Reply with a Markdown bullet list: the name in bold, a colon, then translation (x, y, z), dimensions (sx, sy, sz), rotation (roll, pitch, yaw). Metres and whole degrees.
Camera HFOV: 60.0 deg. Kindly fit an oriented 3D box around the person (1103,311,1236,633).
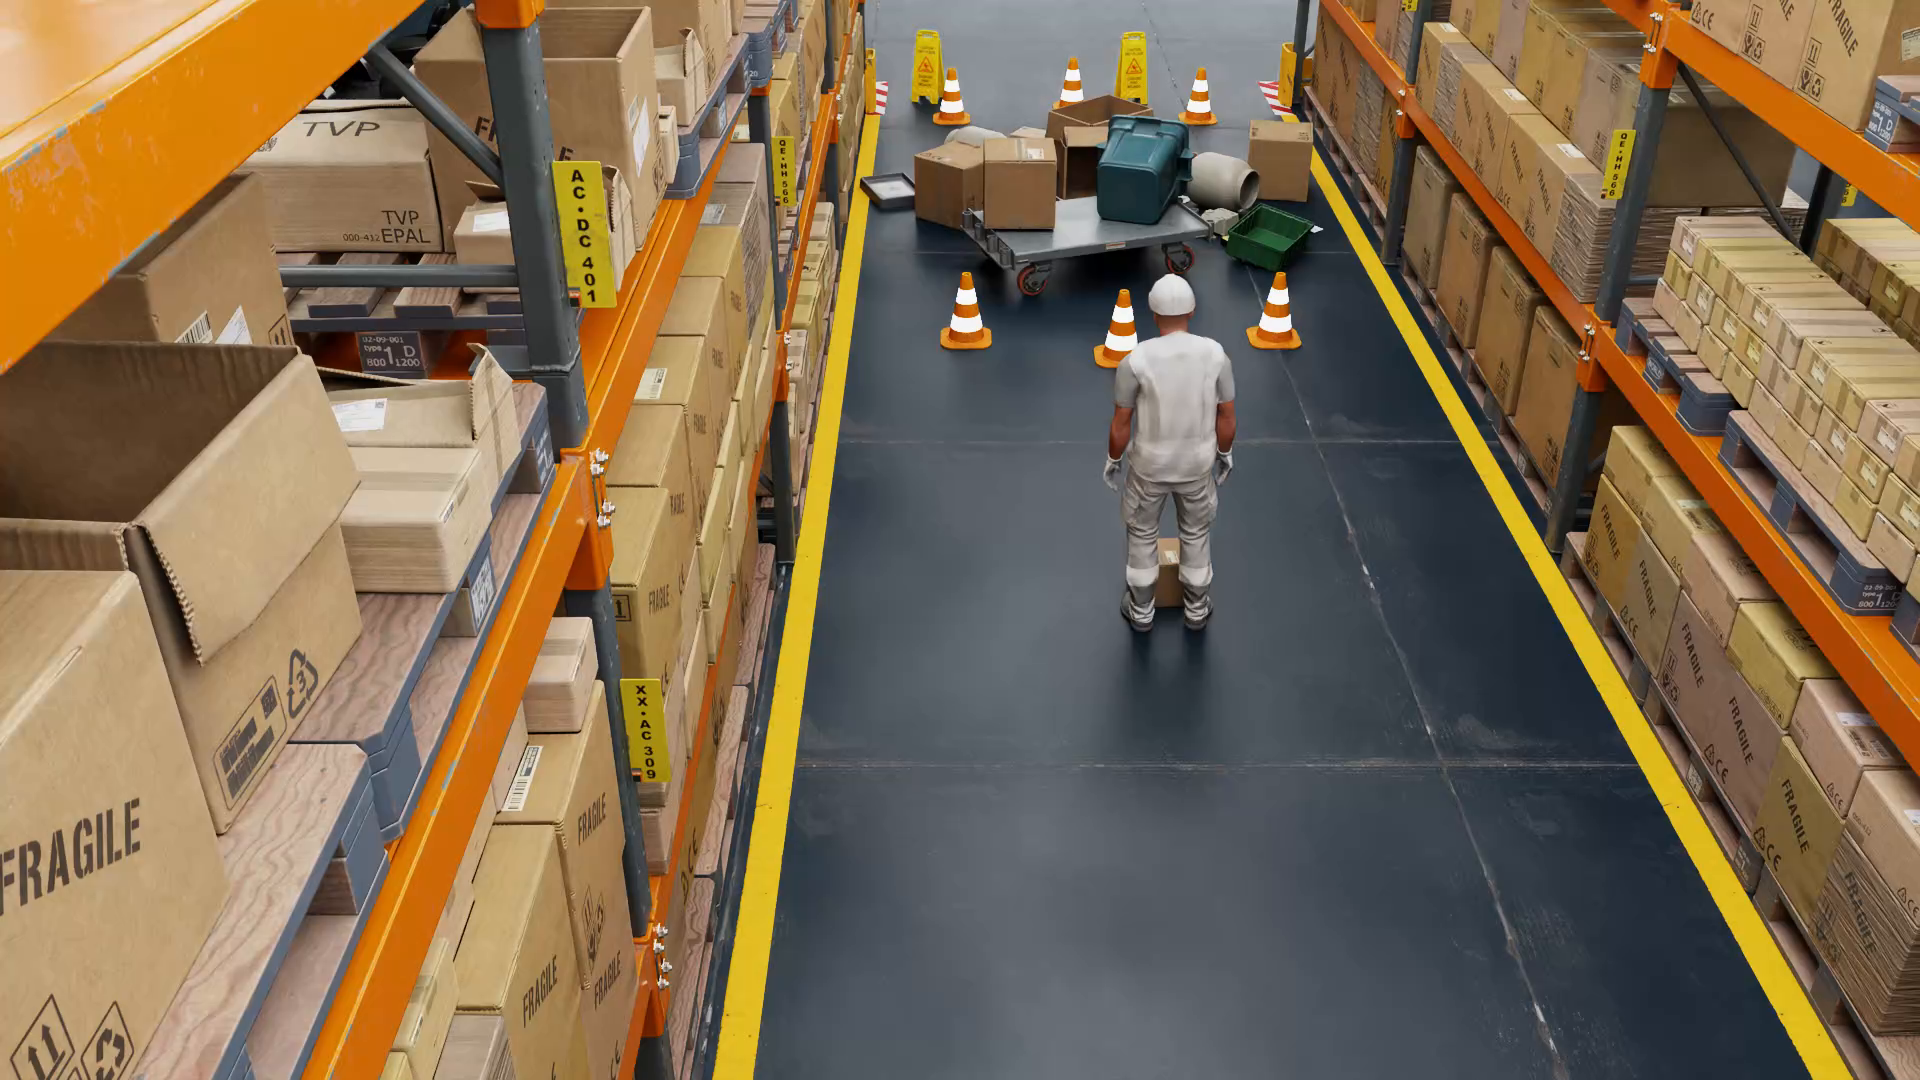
- **person**: translation (13.363, -4.771, 15.027), dimensions (26.498, 1.731, 15.774), rotation (-2, 31, -3)
